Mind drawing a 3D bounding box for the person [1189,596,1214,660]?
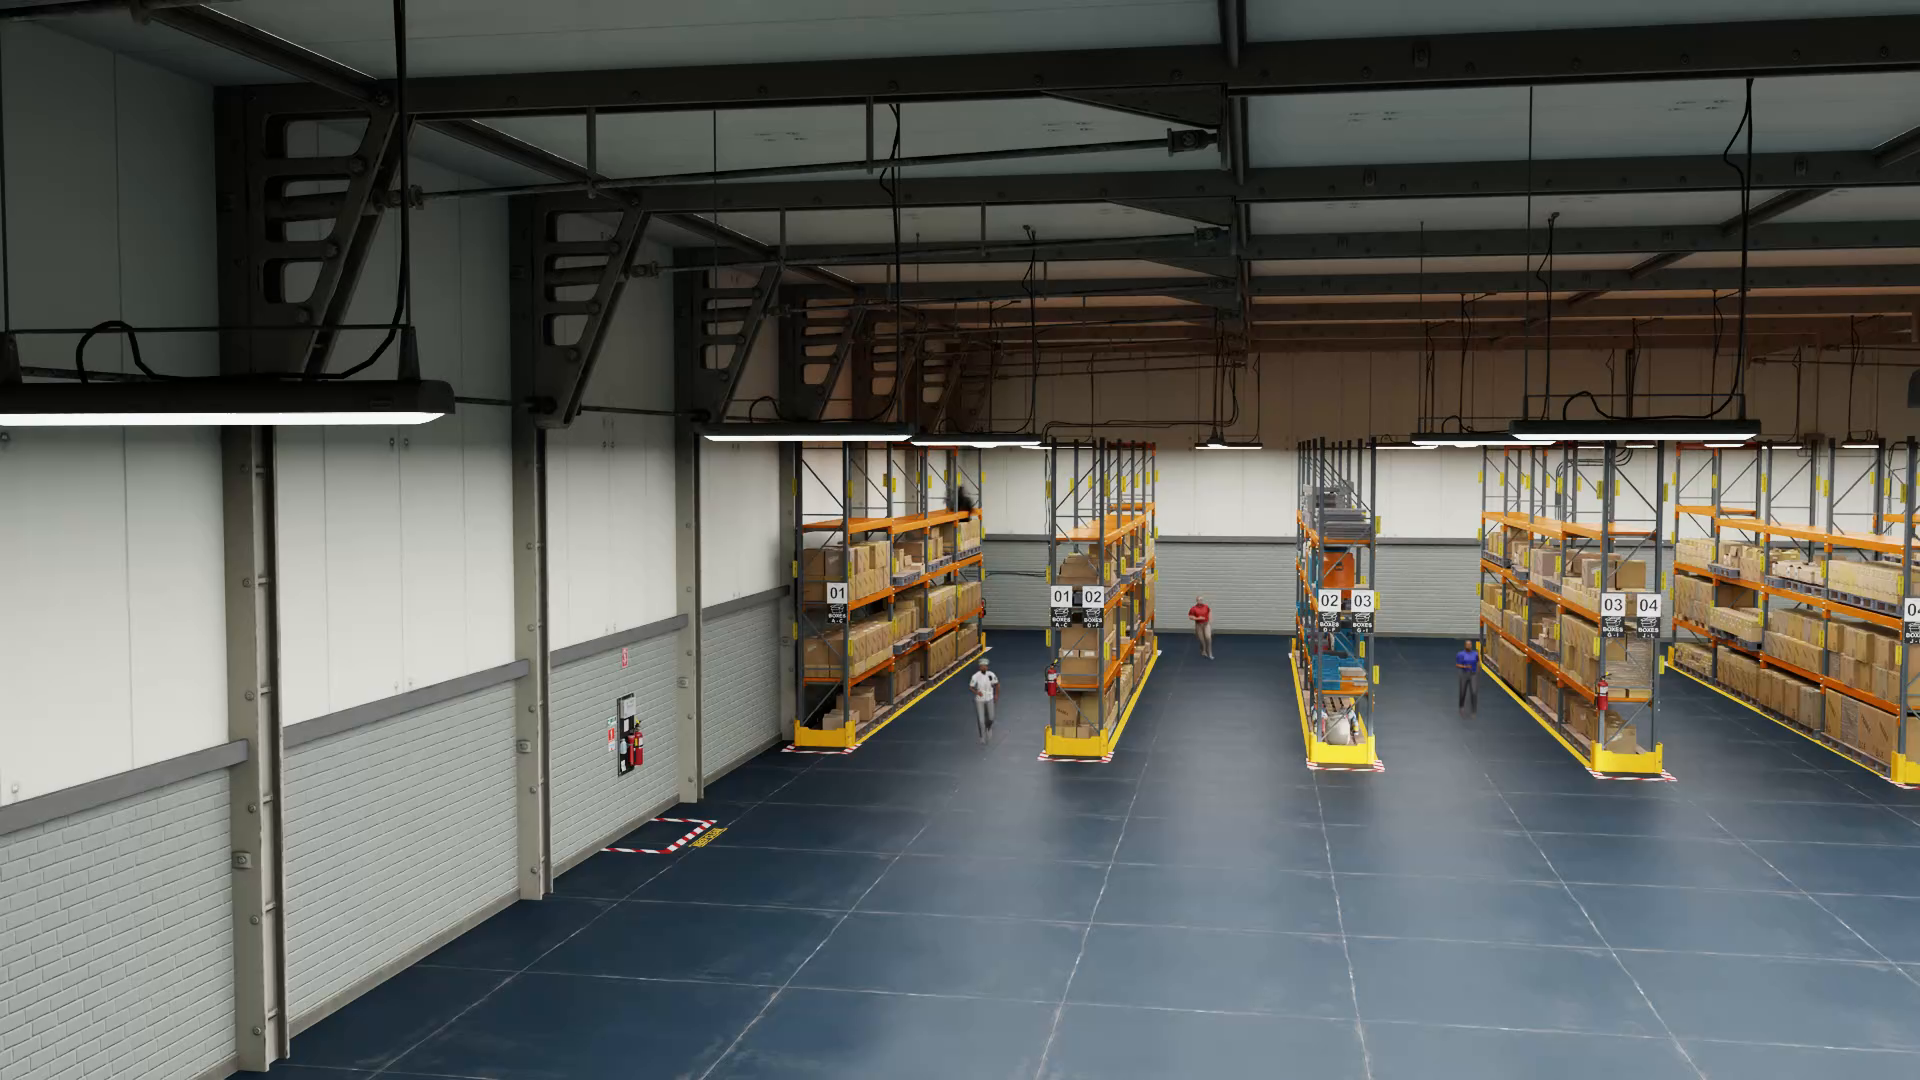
[{"bbox_3d":[6.693,2.437,46.235,0.671,1.745,0.877,0,3,-2],"label":"person"}]

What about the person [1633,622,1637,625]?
[{"bbox_3d":[18.044,2.499,45.262,0.643,1.692,0.766,-2,4,-39],"label":"person"}]

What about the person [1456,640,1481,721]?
[{"bbox_3d":[10.940,2.983,35.794,0.558,1.687,0.879,0,3,5],"label":"person"}]

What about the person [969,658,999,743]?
[{"bbox_3d":[0.492,3.160,32.666,0.624,1.666,0.537,0,3,-7],"label":"person"}]
